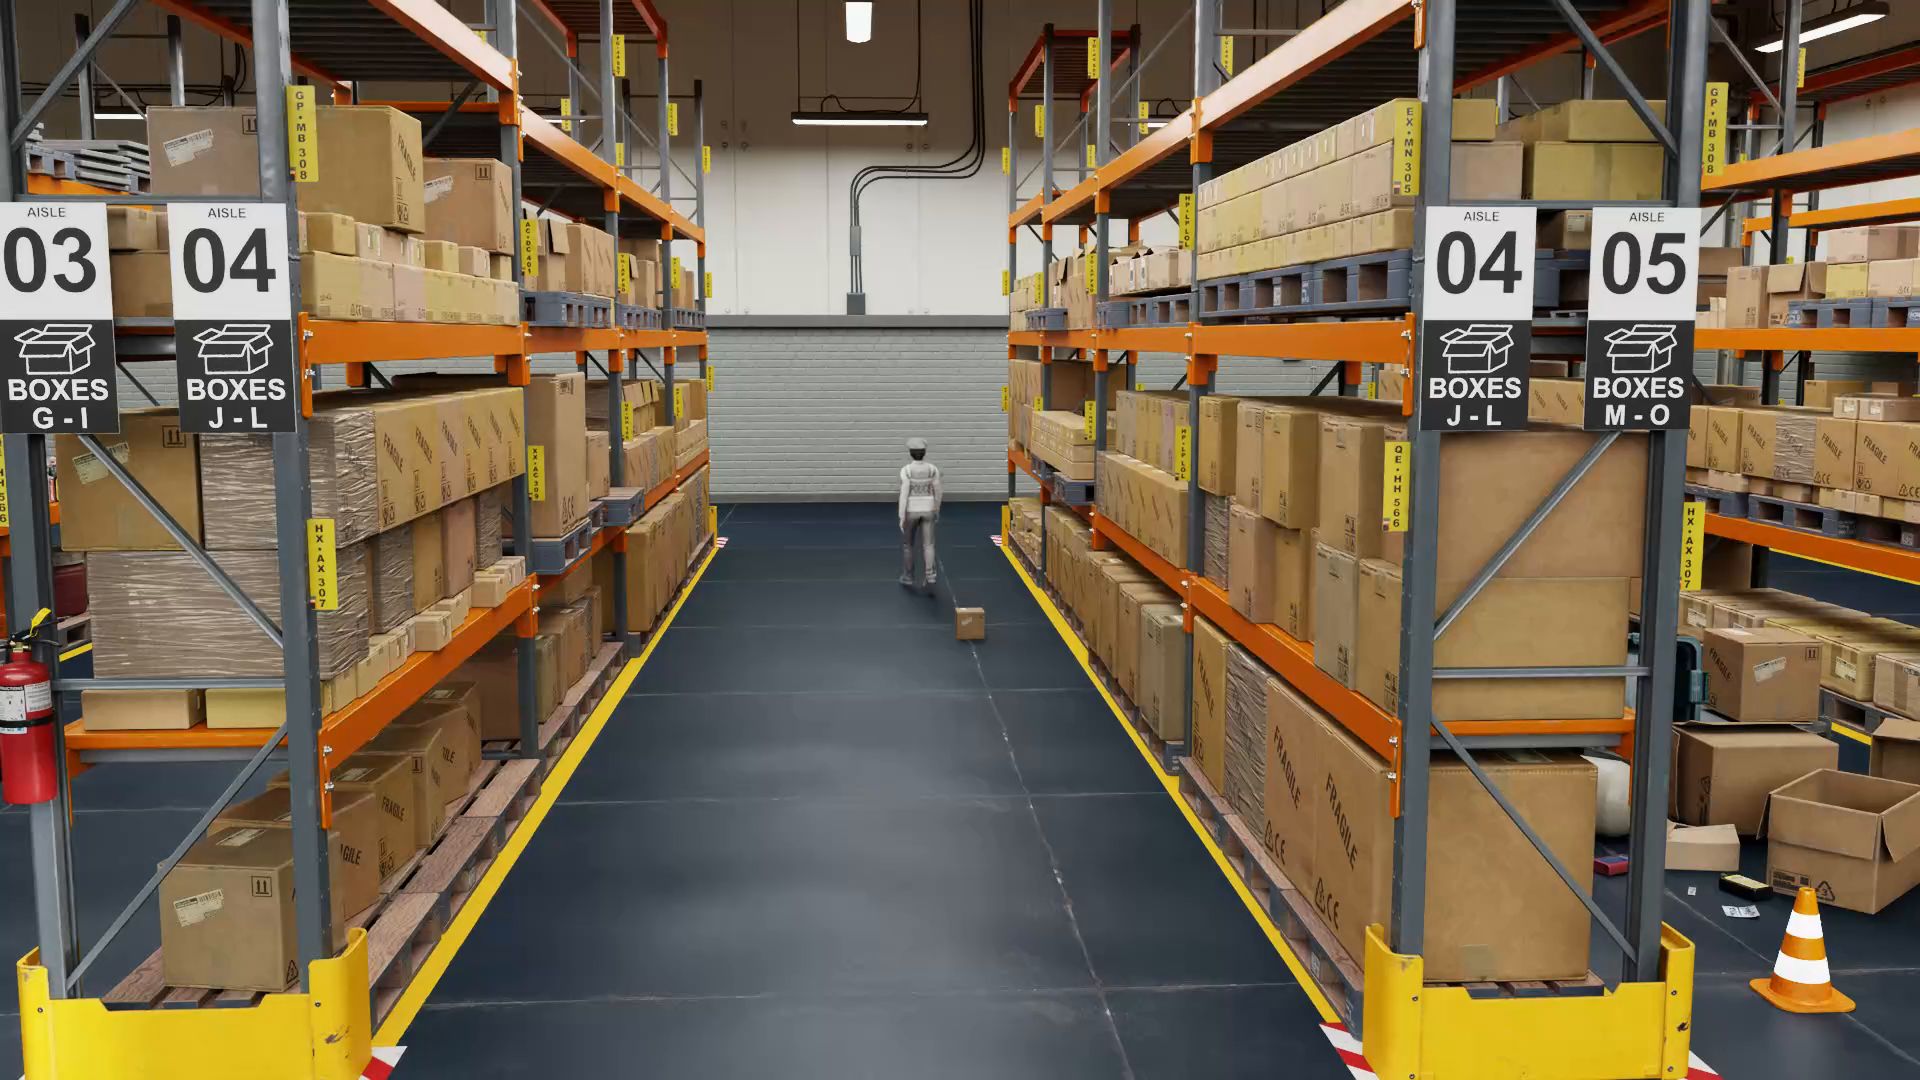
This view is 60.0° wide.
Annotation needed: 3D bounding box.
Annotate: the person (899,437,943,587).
[{"bbox_3d":[-0.435,-0.300,18.034,0.505,1.641,0.971,-1,7,-12],"label":"person"}]
